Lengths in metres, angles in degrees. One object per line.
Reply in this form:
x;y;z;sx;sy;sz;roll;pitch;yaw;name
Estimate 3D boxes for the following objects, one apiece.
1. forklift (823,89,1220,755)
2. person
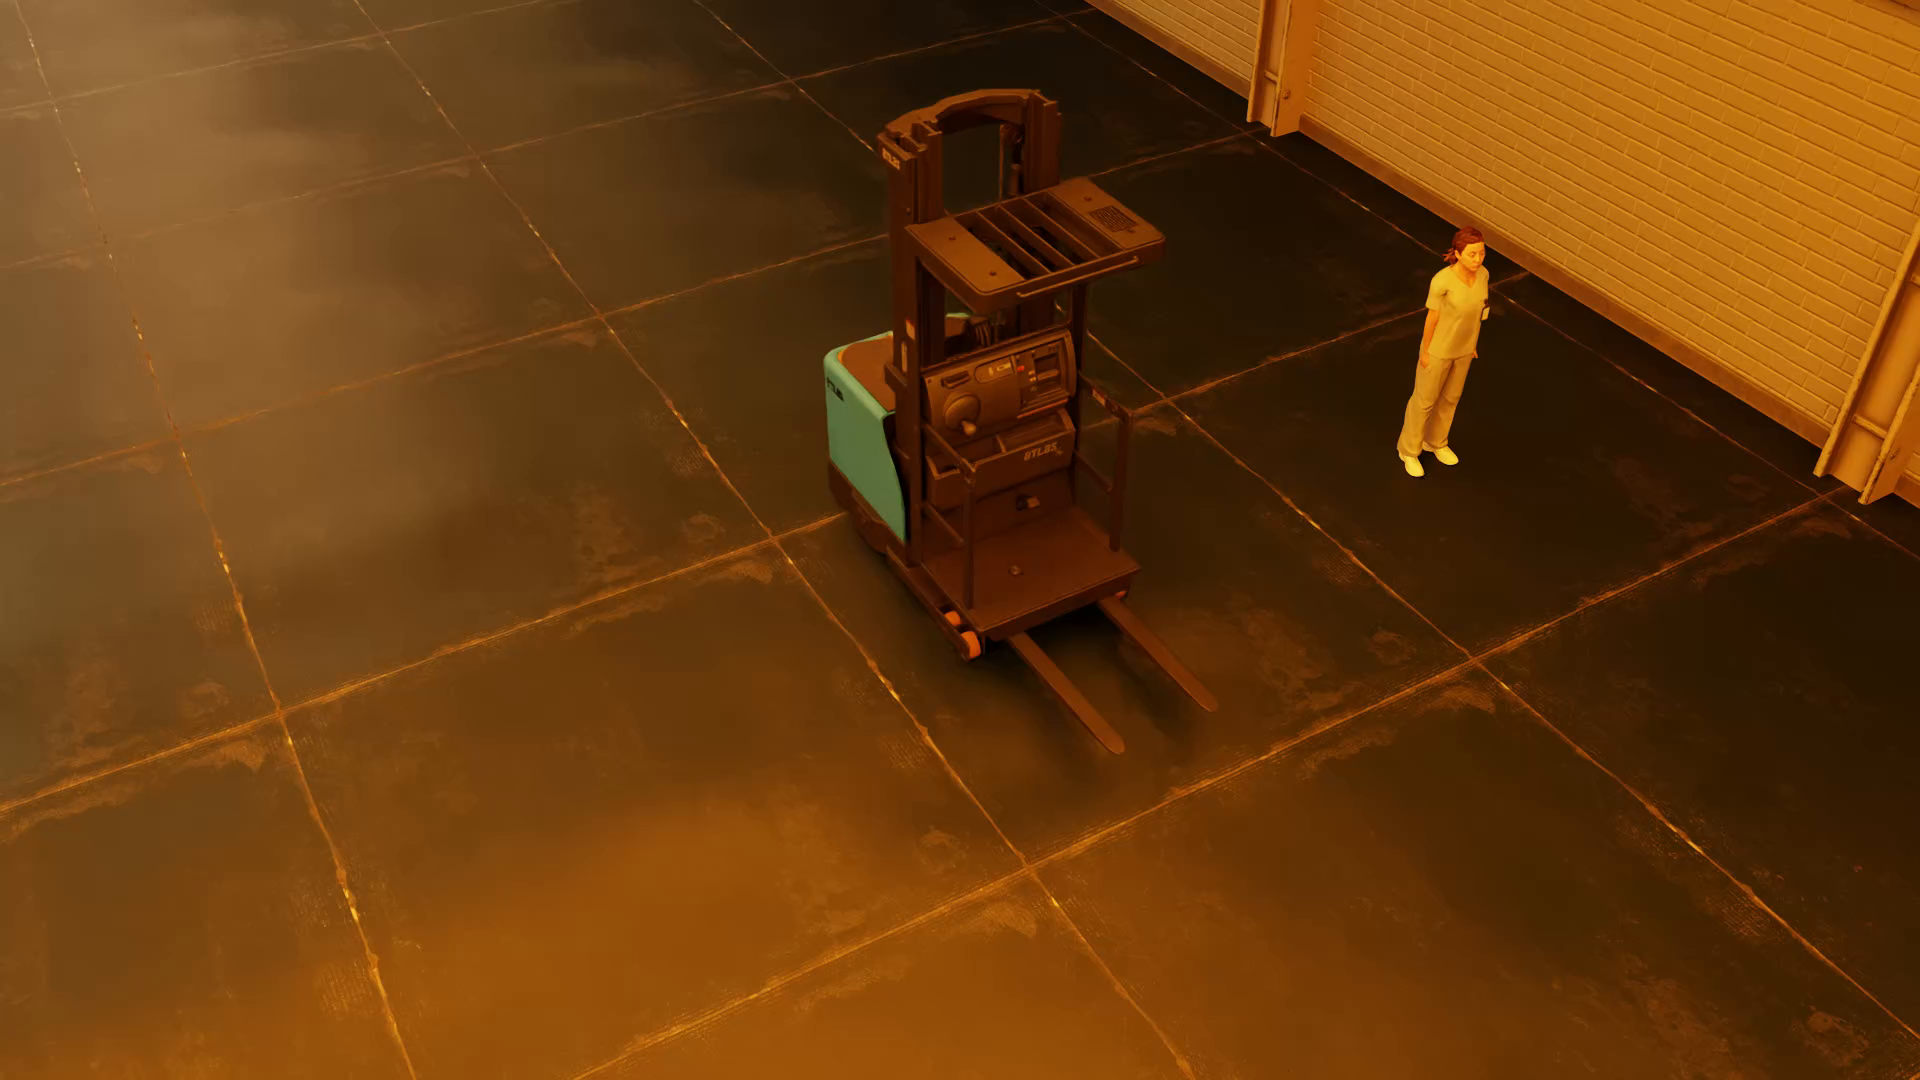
0.339;-0.783;8.980;1.130;2.935;3.031;-21;44;-23;forklift
3.078;-1.195;10.464;0.437;1.671;0.382;-17;43;-19;person
